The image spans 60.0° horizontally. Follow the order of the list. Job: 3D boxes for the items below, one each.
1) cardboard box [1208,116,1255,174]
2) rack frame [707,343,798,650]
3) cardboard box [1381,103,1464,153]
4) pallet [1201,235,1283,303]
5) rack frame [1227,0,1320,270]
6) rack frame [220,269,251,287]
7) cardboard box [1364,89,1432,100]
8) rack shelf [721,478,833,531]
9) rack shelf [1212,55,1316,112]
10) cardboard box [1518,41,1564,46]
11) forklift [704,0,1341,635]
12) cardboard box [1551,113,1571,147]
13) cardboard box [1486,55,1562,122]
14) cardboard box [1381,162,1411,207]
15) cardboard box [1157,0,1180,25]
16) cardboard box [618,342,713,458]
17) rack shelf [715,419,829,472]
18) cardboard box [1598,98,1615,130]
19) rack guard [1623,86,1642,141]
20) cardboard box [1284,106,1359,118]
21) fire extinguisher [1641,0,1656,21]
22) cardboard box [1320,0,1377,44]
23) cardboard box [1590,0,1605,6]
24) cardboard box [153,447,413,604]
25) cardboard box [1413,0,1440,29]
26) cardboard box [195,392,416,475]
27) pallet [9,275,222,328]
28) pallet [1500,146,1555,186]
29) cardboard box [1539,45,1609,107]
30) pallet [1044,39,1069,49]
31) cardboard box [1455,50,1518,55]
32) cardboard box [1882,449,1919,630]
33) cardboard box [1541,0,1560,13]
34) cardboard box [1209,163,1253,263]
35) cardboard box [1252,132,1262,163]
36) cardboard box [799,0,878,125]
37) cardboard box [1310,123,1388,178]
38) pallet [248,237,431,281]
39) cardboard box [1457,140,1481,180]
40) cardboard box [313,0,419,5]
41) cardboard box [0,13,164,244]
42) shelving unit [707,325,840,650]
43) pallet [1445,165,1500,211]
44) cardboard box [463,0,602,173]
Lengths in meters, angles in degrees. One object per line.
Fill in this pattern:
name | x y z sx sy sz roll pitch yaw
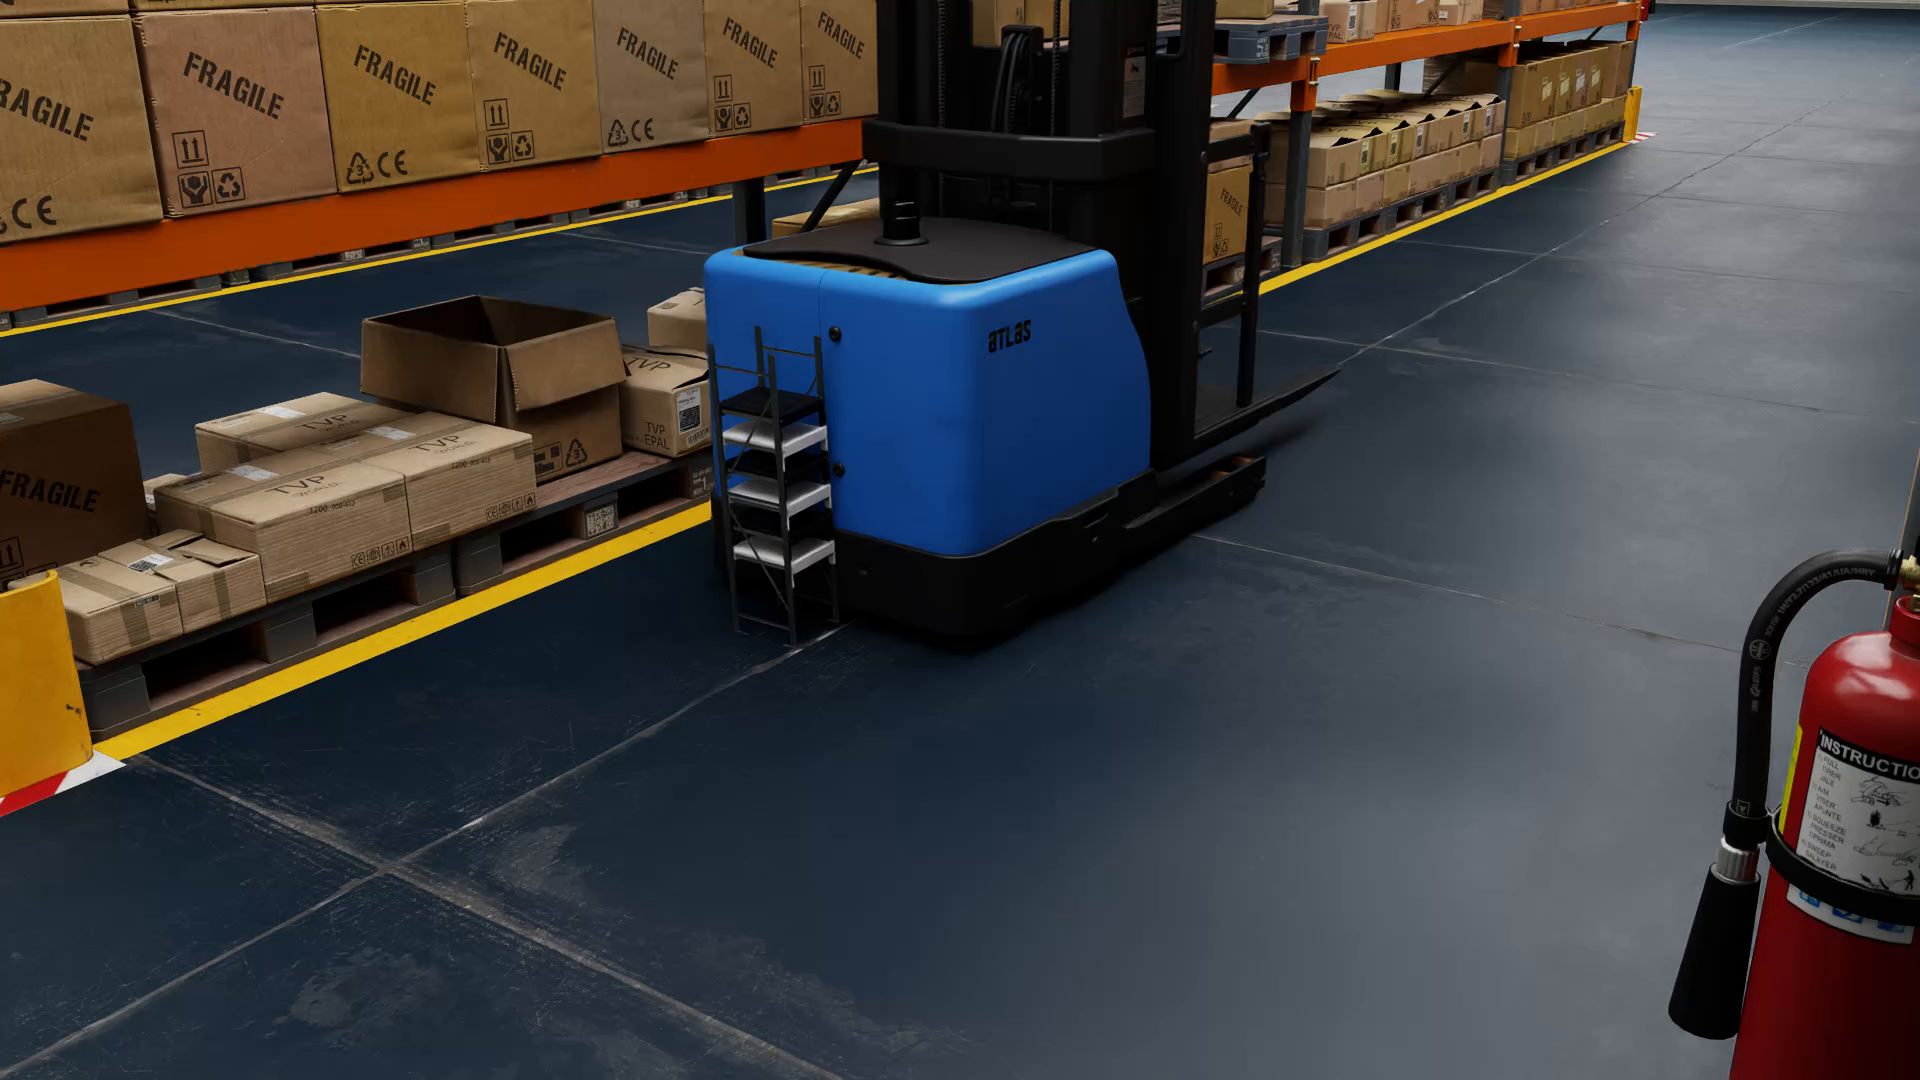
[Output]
cardboard box | 1.320 -2.245 9.398 0.500 0.250 0.500 14 25 34
rack frame | -0.593 -0.114 4.778 0.240 0.900 0.006 13 27 31
cardboard box | 3.368 -3.043 12.217 0.500 0.311 0.500 13 24 32
pallet | 1.229 -1.675 9.990 1.003 0.211 1.213 13 24 32
rack frame | 1.680 -3.190 10.066 1.000 3.000 0.127 13 24 32
rack frame | -4.663 -3.010 9.577 1.000 3.000 0.127 13 24 32
cardboard box | 3.490 -3.438 13.286 0.500 0.311 0.500 13 24 32
rack shelf | -0.536 -0.119 4.868 0.258 0.077 0.200 13 27 31
rack shelf | 0.555 -2.279 8.639 1.077 0.370 4.000 13 24 32
cardboard box | 5.412 -4.490 15.858 0.500 0.500 0.500 13 24 32
forklift | 0.477 -1.549 5.729 1.130 2.935 3.031 14 25 33
cardboard box | 5.010 -3.604 14.543 0.500 0.250 0.500 13 24 32
cardboard box | 4.722 -3.814 14.029 0.500 0.500 0.500 13 24 32
cardboard box | 2.786 -2.485 11.518 0.500 0.250 0.500 13 24 30
cardboard box | 0.747 -3.006 8.819 0.500 0.500 0.700 -19 28 -41
cardboard box | -1.076 -0.554 6.180 0.500 0.311 0.500 13 24 32
rack shelf | -0.542 -0.284 4.797 0.258 0.077 0.200 13 27 31
cardboard box | 5.849 -4.036 15.709 0.500 0.250 0.500 13 24 32
rack guard | 6.190 -4.320 16.723 1.175 0.500 0.348 13 24 32
cardboard box | 2.627 -2.997 12.093 0.500 0.311 0.500 14 25 33
fire extinguisher | 6.627 -5.393 16.131 0.296 0.674 0.183 13 24 32
cardboard box | 2.343 -3.367 10.673 0.500 0.311 0.500 13 24 31
cardboard box | 5.613 -5.249 15.489 0.700 0.500 0.500 14 24 33
cardboard box | -1.996 -0.056 4.921 0.500 0.250 0.500 13 24 32
cardboard box | 3.187 -4.016 12.155 0.500 0.500 0.500 15 25 36
cardboard box | -2.157 -0.282 5.534 0.500 0.250 0.500 13 24 32
pallet | -5.045 -1.483 9.470 1.003 0.211 1.213 13 24 32
pallet | 4.410 -3.250 14.247 1.003 0.211 1.213 13 24 32
cardboard box | 5.571 -4.243 15.189 0.500 0.500 0.500 13 24 32
pallet | -0.029 -2.160 7.559 1.003 0.211 1.213 13 24 32
cardboard box | 4.577 -4.058 14.689 0.500 0.500 0.500 13 24 32
cardboard box | 1.560 -0.219 1.600 0.980 0.700 0.700 15 25 34
cardboard box | 4.749 -4.809 14.298 0.700 0.500 0.500 14 24 33
cardboard box | 1.348 -1.910 9.574 0.500 0.500 0.500 14 25 34
cardboard box | 1.770 -2.559 10.909 0.500 0.311 0.500 14 24 33
cardboard box | -0.638 -1.896 6.423 0.500 0.500 0.500 14 24 33
cardboard box | 2.505 -2.606 11.036 0.500 0.311 0.500 13 24 31
pallet | -4.195 -1.915 10.638 1.003 0.211 1.213 13 24 32
cardboard box | 3.649 -2.925 12.707 0.500 0.250 0.500 13 24 31
cardboard box | -1.777 -1.781 4.670 0.500 0.500 0.500 14 24 33
cardboard box | -2.350 -1.018 4.048 0.500 0.500 0.500 14 24 33
shelving unit | -0.537 -0.149 4.855 0.258 0.900 0.210 13 27 31
pallet | 3.546 -2.811 13.060 1.003 0.211 1.213 13 24 32
cardboard box | -1.497 -1.453 5.226 0.500 0.500 0.500 14 24 33
